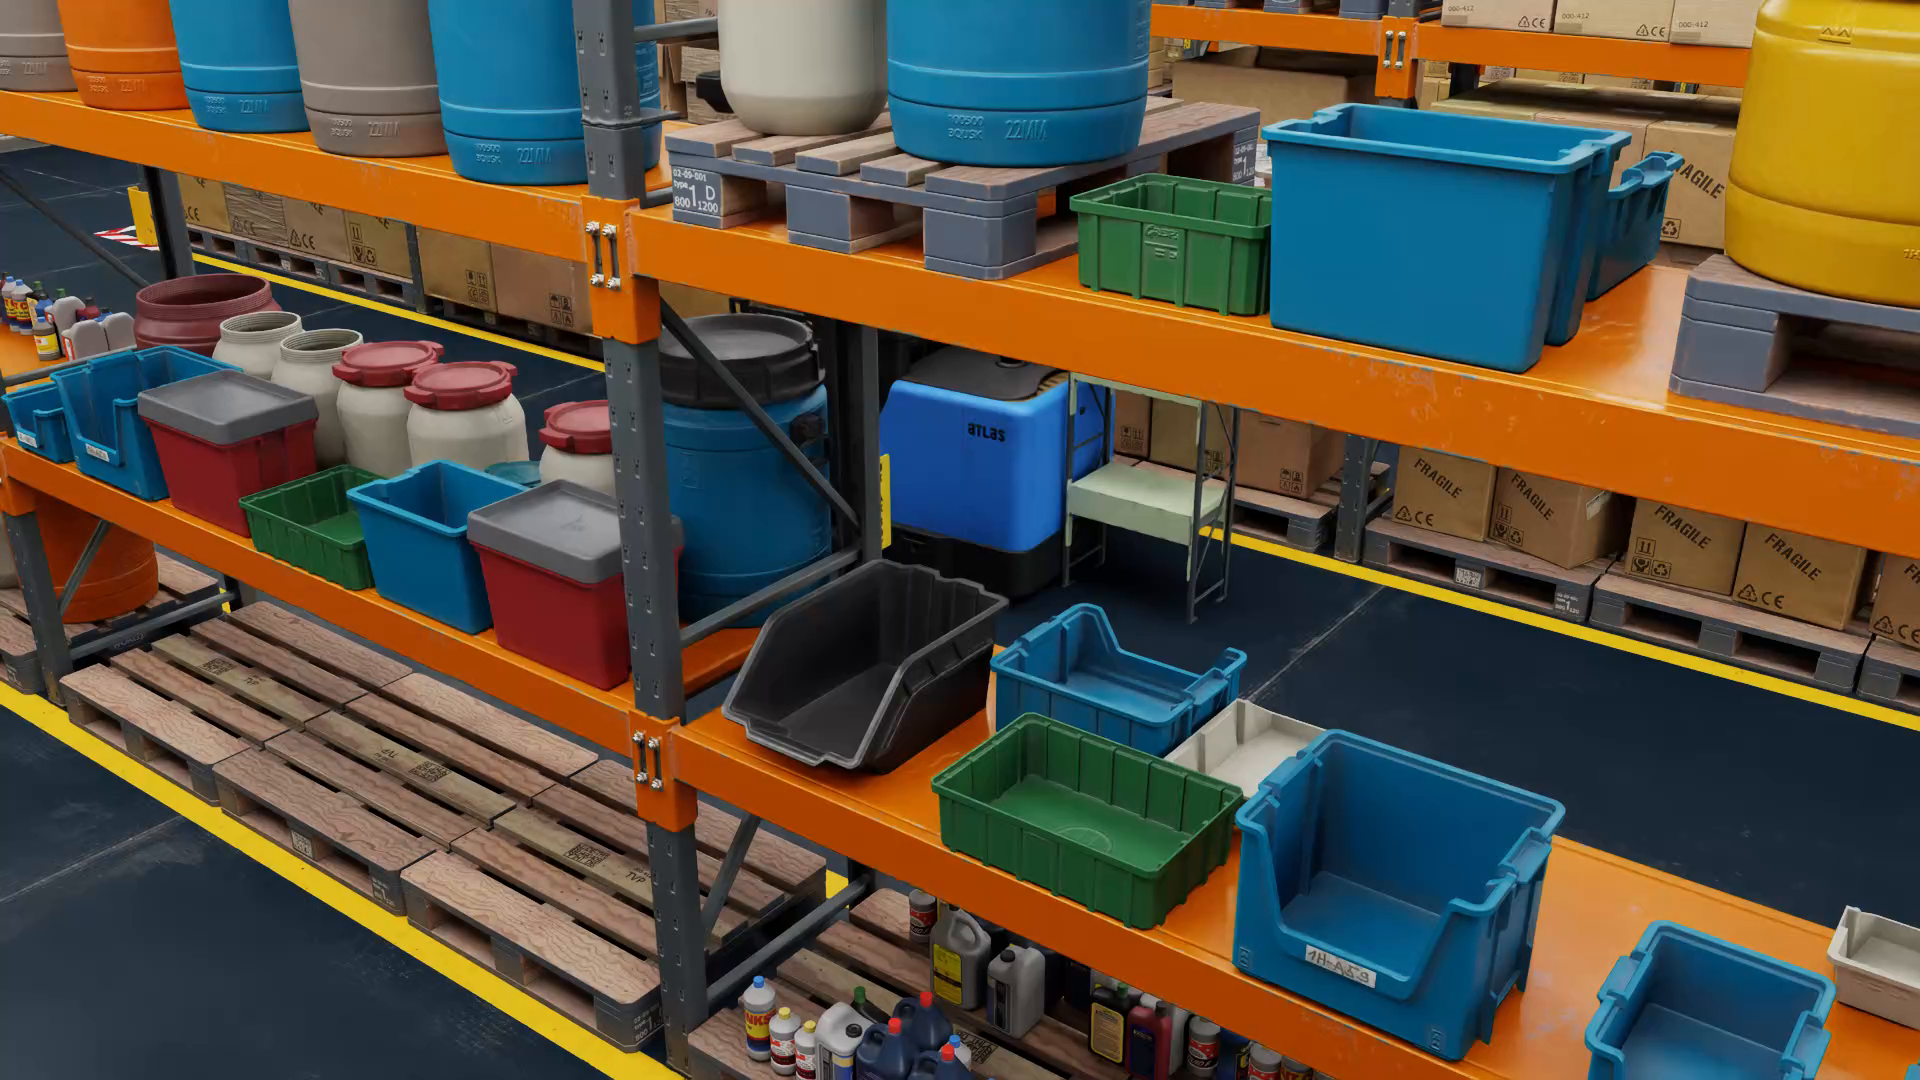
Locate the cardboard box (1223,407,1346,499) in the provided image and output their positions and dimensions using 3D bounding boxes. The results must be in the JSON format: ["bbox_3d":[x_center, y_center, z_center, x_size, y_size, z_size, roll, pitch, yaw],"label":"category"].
[{"bbox_3d":[1.891,-0.627,9.507,0.500,0.500,0.700,14,28,29],"label":"cardboard box"}]

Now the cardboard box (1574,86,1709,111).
[{"bbox_3d":[3.296,-1.913,8.138,0.500,0.500,0.500,17,29,33],"label":"cardboard box"}]

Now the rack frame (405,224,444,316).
[{"bbox_3d":[-4.032,-3.348,13.129,0.127,3.000,1.000,17,29,33],"label":"rack frame"}]

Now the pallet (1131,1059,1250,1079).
[{"bbox_3d":[0.892,1.931,4.606,1.213,0.211,1.003,17,29,33],"label":"pallet"}]

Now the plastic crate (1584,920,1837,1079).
[{"bbox_3d":[1.504,1.036,3.363,0.408,0.251,0.499,17,29,33],"label":"plastic crate"}]

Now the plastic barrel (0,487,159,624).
[{"bbox_3d":[-4.203,-0.095,7.916,0.708,0.830,0.600,17,29,33],"label":"plastic barrel"}]

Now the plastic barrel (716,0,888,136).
[{"bbox_3d":[-0.374,-1.264,4.020,0.421,0.512,0.421,0,24,0],"label":"plastic barrel"}]

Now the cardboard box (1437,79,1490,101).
[{"bbox_3d":[4.039,-3.320,12.940,0.500,0.500,0.500,17,29,34],"label":"cardboard box"}]

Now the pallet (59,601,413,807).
[{"bbox_3d":[-3.205,0.693,7.416,1.213,0.211,1.003,17,29,33],"label":"pallet"}]

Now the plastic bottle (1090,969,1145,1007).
[{"bbox_3d":[0.499,1.382,5.132,0.185,0.351,0.144,17,29,33],"label":"plastic bottle"}]

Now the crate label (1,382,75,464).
[{"bbox_3d":[-3.689,-0.484,6.835,0.416,0.233,0.303,17,29,33],"label":"crate label"}]

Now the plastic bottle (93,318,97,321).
[{"bbox_3d":[-4.108,-0.962,7.958,0.097,0.201,0.097,0,24,0],"label":"plastic bottle"}]

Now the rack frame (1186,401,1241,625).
[{"bbox_3d":[1.255,-0.328,8.135,0.023,1.500,0.400,16,29,32],"label":"rack frame"}]

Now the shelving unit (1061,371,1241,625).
[{"bbox_3d":[0.957,-0.416,8.329,0.755,1.500,0.431,16,29,32],"label":"shelving unit"}]

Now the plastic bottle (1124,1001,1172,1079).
[{"bbox_3d":[0.564,1.488,4.975,0.133,0.283,0.061,17,29,33],"label":"plastic bottle"}]

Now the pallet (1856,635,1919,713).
[{"bbox_3d":[4.881,0.603,7.619,1.213,0.211,1.003,17,29,33],"label":"pallet"}]

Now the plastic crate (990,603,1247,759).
[{"bbox_3d":[0.448,0.432,4.733,0.616,0.251,0.499,17,29,33],"label":"plastic crate"}]

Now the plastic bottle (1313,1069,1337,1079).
[{"bbox_3d":[1.062,1.577,4.789,0.097,0.271,0.097,0,24,0],"label":"plastic bottle"}]

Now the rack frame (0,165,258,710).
[{"bbox_3d":[-3.802,-0.783,7.307,0.127,3.000,1.000,17,29,33],"label":"rack frame"}]

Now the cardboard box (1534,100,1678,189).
[{"bbox_3d":[2.978,-1.742,7.750,0.500,0.500,0.500,17,29,33],"label":"cardboard box"}]

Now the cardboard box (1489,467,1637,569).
[{"bbox_3d":[3.129,-0.216,8.600,0.500,0.500,0.500,-16,28,-31],"label":"cardboard box"}]

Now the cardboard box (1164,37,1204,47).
[{"bbox_3d":[1.967,-4.482,14.754,0.250,0.149,0.380,17,29,33],"label":"cardboard box"}]

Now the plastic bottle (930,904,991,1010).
[{"bbox_3d":[0.001,1.304,5.309,0.185,0.351,0.144,17,29,33],"label":"plastic bottle"}]

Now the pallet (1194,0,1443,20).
[{"bbox_3d":[1.940,-2.884,8.588,1.003,0.211,1.213,17,29,33],"label":"pallet"}]

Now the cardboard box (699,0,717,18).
[{"bbox_3d":[-2.345,-5.379,17.244,0.500,0.500,0.500,17,29,33],"label":"cardboard box"}]

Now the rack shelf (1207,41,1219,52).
[{"bbox_3d":[3.512,-5.733,19.433,4.000,0.370,1.077,17,29,33],"label":"rack shelf"}]

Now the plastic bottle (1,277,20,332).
[{"bbox_3d":[-4.770,-1.193,8.398,0.097,0.271,0.097,0,24,0],"label":"plastic bottle"}]

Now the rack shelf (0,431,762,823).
[{"bbox_3d":[-2.201,0.030,6.354,4.000,0.370,1.077,17,29,33],"label":"rack shelf"}]

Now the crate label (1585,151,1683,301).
[{"bbox_3d":[1.300,-0.712,3.611,0.408,0.251,0.502,17,29,33],"label":"crate label"}]

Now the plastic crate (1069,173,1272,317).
[{"bbox_3d":[0.499,-0.622,3.484,0.450,0.188,0.336,17,29,33],"label":"plastic crate"}]

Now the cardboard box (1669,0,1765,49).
[{"bbox_3d":[3.394,-2.276,7.162,0.500,0.250,0.500,16,28,31],"label":"cardboard box"}]

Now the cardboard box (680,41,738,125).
[{"bbox_3d":[-1.406,-3.068,11.125,0.637,0.503,0.797,18,29,35],"label":"cardboard box"}]

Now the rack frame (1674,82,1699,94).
[{"bbox_3d":[5.425,-2.990,12.315,0.127,3.000,1.000,17,29,33],"label":"rack frame"}]

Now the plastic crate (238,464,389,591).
[{"bbox_3d":[-2.164,-0.049,5.904,0.662,0.188,0.450,17,29,33],"label":"plastic crate"}]

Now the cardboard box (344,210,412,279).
[{"bbox_3d":[-4.512,-2.754,13.894,0.875,0.875,0.875,17,29,33],"label":"cardboard box"}]

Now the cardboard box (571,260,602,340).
[{"bbox_3d":[-2.079,-1.993,12.166,0.875,0.875,1.225,17,29,33],"label":"cardboard box"}]

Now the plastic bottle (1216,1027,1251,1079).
[{"bbox_3d":[0.820,1.504,4.955,0.097,0.271,0.097,0,24,0],"label":"plastic bottle"}]

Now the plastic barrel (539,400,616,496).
[{"bbox_3d":[-1.235,-0.180,5.770,0.433,0.535,0.433,0,24,0],"label":"plastic barrel"}]

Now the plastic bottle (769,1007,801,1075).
[{"bbox_3d":[-0.527,1.506,5.036,0.097,0.201,0.097,0,24,0],"label":"plastic bottle"}]

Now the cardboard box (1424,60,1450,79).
[{"bbox_3d":[3.804,-3.980,13.198,0.500,0.500,0.700,16,29,33],"label":"cardboard box"}]

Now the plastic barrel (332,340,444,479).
[{"bbox_3d":[-2.168,-0.462,6.410,0.433,0.535,0.433,0,24,0],"label":"plastic barrel"}]

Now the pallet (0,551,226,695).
[{"bbox_3d":[-4.457,0.316,8.271,1.213,0.211,1.003,17,29,33],"label":"pallet"}]

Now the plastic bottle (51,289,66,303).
[{"bbox_3d":[-4.404,-1.098,8.166,0.133,0.283,0.061,17,29,33],"label":"plastic bottle"}]

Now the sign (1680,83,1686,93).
[{"bbox_3d":[5.108,-3.306,11.695,0.005,0.325,0.100,17,29,33],"label":"sign"}]

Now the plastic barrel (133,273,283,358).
[{"bbox_3d":[-3.248,-0.831,7.247,0.708,0.536,0.600,17,29,33],"label":"plastic barrel"}]

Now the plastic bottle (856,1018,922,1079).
[{"bbox_3d":[-0.204,1.524,4.810,0.185,0.351,0.144,18,29,35],"label":"plastic bottle"}]

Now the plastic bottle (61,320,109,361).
[{"bbox_3d":[-4.045,-0.886,7.695,0.135,0.276,0.152,17,29,33],"label":"plastic bottle"}]

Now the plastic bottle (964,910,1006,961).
[{"bbox_3d":[0.087,1.258,5.415,0.185,0.351,0.144,16,28,32],"label":"plastic bottle"}]

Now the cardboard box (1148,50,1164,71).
[{"bbox_3d":[1.556,-4.143,14.354,0.250,0.149,0.380,18,29,34],"label":"cardboard box"}]

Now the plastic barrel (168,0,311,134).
[{"bbox_3d":[-2.185,-1.787,5.244,0.708,0.901,0.600,17,29,33],"label":"plastic barrel"}]

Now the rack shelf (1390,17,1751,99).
[{"bbox_3d":[3.970,-1.974,7.181,4.000,0.370,1.077,17,29,33],"label":"rack shelf"}]

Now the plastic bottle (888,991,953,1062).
[{"bbox_3d":[-0.117,1.478,4.916,0.185,0.351,0.144,17,29,33],"label":"plastic bottle"}]

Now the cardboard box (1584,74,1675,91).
[{"bbox_3d":[5.025,-3.611,12.362,0.500,0.500,0.700,16,29,32],"label":"cardboard box"}]

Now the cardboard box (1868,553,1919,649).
[{"bbox_3d":[4.582,0.215,7.621,0.500,0.500,0.500,-17,29,-34],"label":"cardboard box"}]

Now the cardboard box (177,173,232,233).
[{"bbox_3d":[-6.672,-3.407,15.376,0.875,0.875,0.875,17,29,33],"label":"cardboard box"}]

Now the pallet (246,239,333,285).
[{"bbox_3d":[-5.574,-2.576,14.835,1.213,0.211,1.003,17,29,33],"label":"pallet"}]

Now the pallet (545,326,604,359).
[{"bbox_3d":[-2.389,-1.615,12.654,1.213,0.211,1.003,17,29,33],"label":"pallet"}]

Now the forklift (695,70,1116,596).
[{"bbox_3d":[-0.675,-1.482,8.979,3.031,2.935,1.130,14,28,30],"label":"forklift"}]

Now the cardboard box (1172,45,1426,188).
[{"bbox_3d":[1.818,-2.118,9.072,1.000,1.000,1.000,17,29,34],"label":"cardboard box"}]
